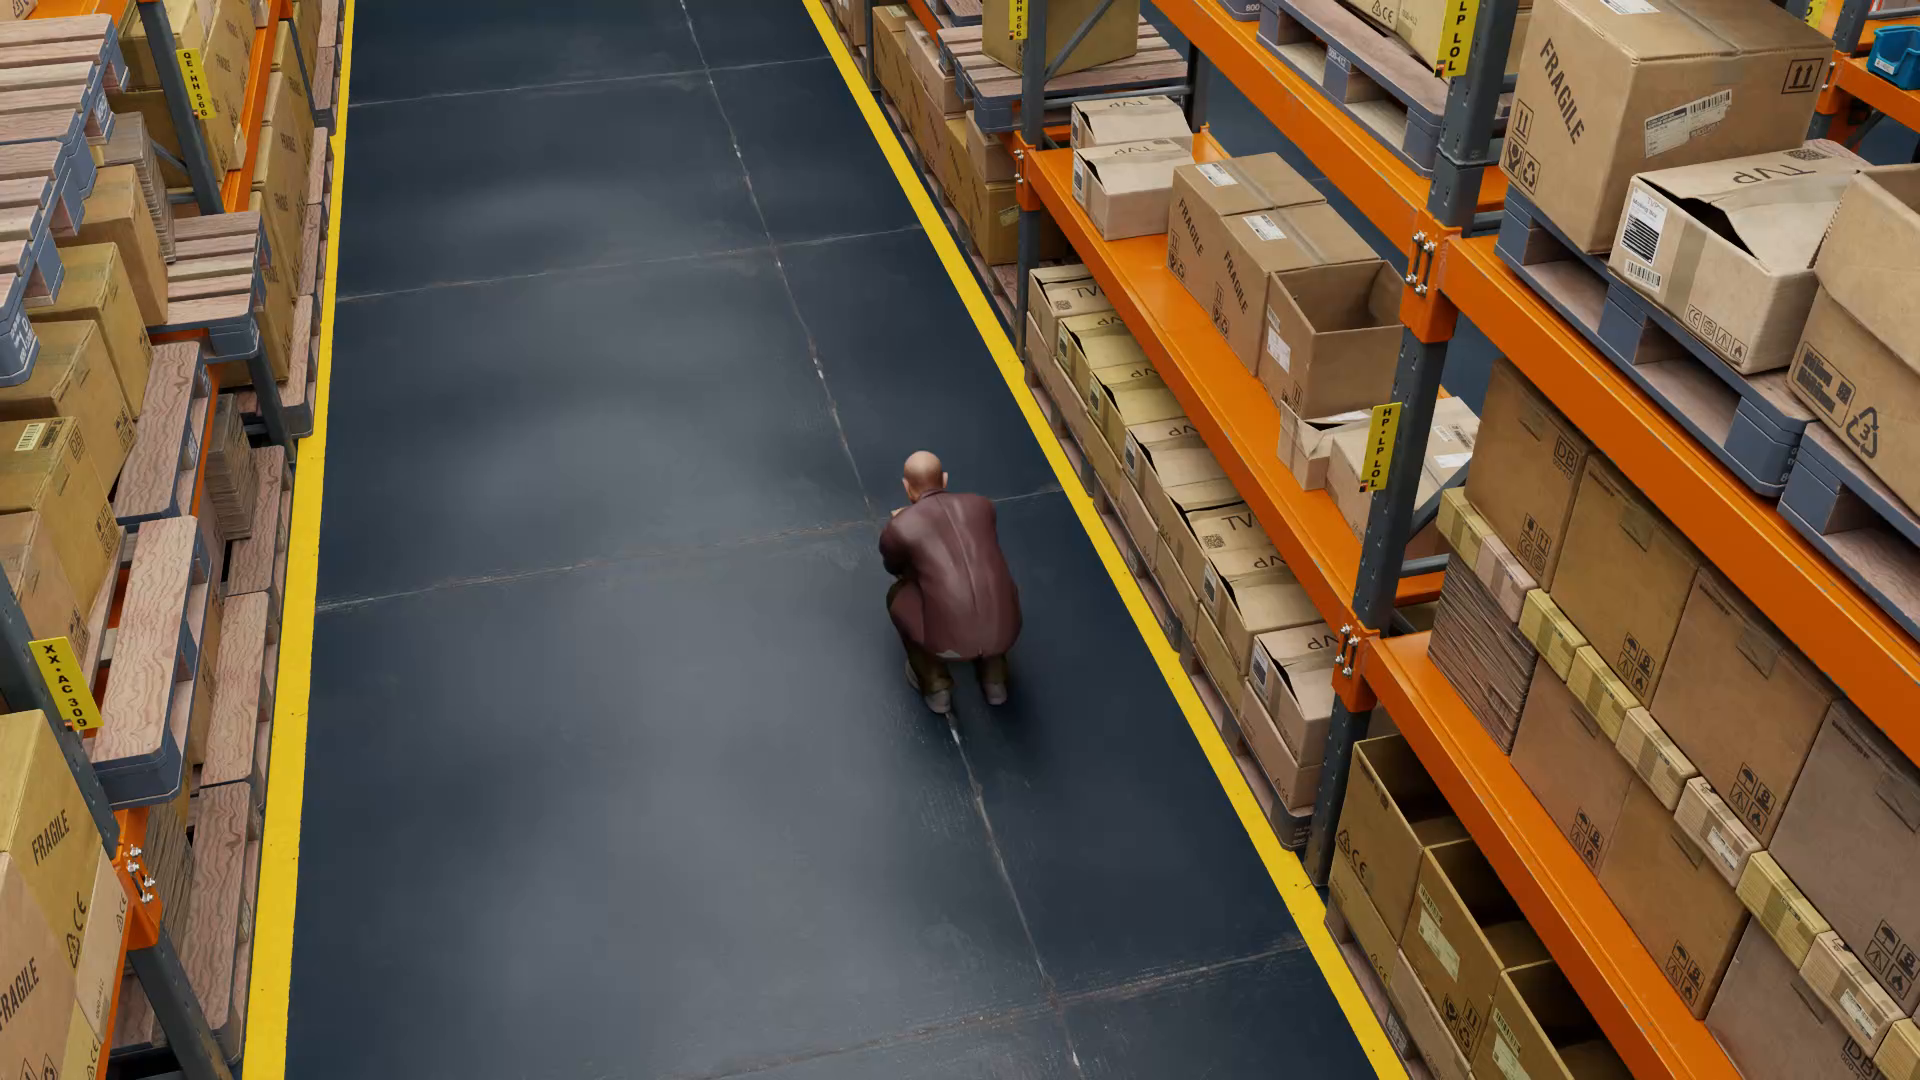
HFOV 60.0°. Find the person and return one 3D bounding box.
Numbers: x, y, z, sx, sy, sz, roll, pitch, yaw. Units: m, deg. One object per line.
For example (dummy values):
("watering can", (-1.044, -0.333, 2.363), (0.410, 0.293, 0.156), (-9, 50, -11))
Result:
("person", (-0.060, 0.134, 7.235), (0.581, 0.952, 1.000), (-10, 39, -12))
